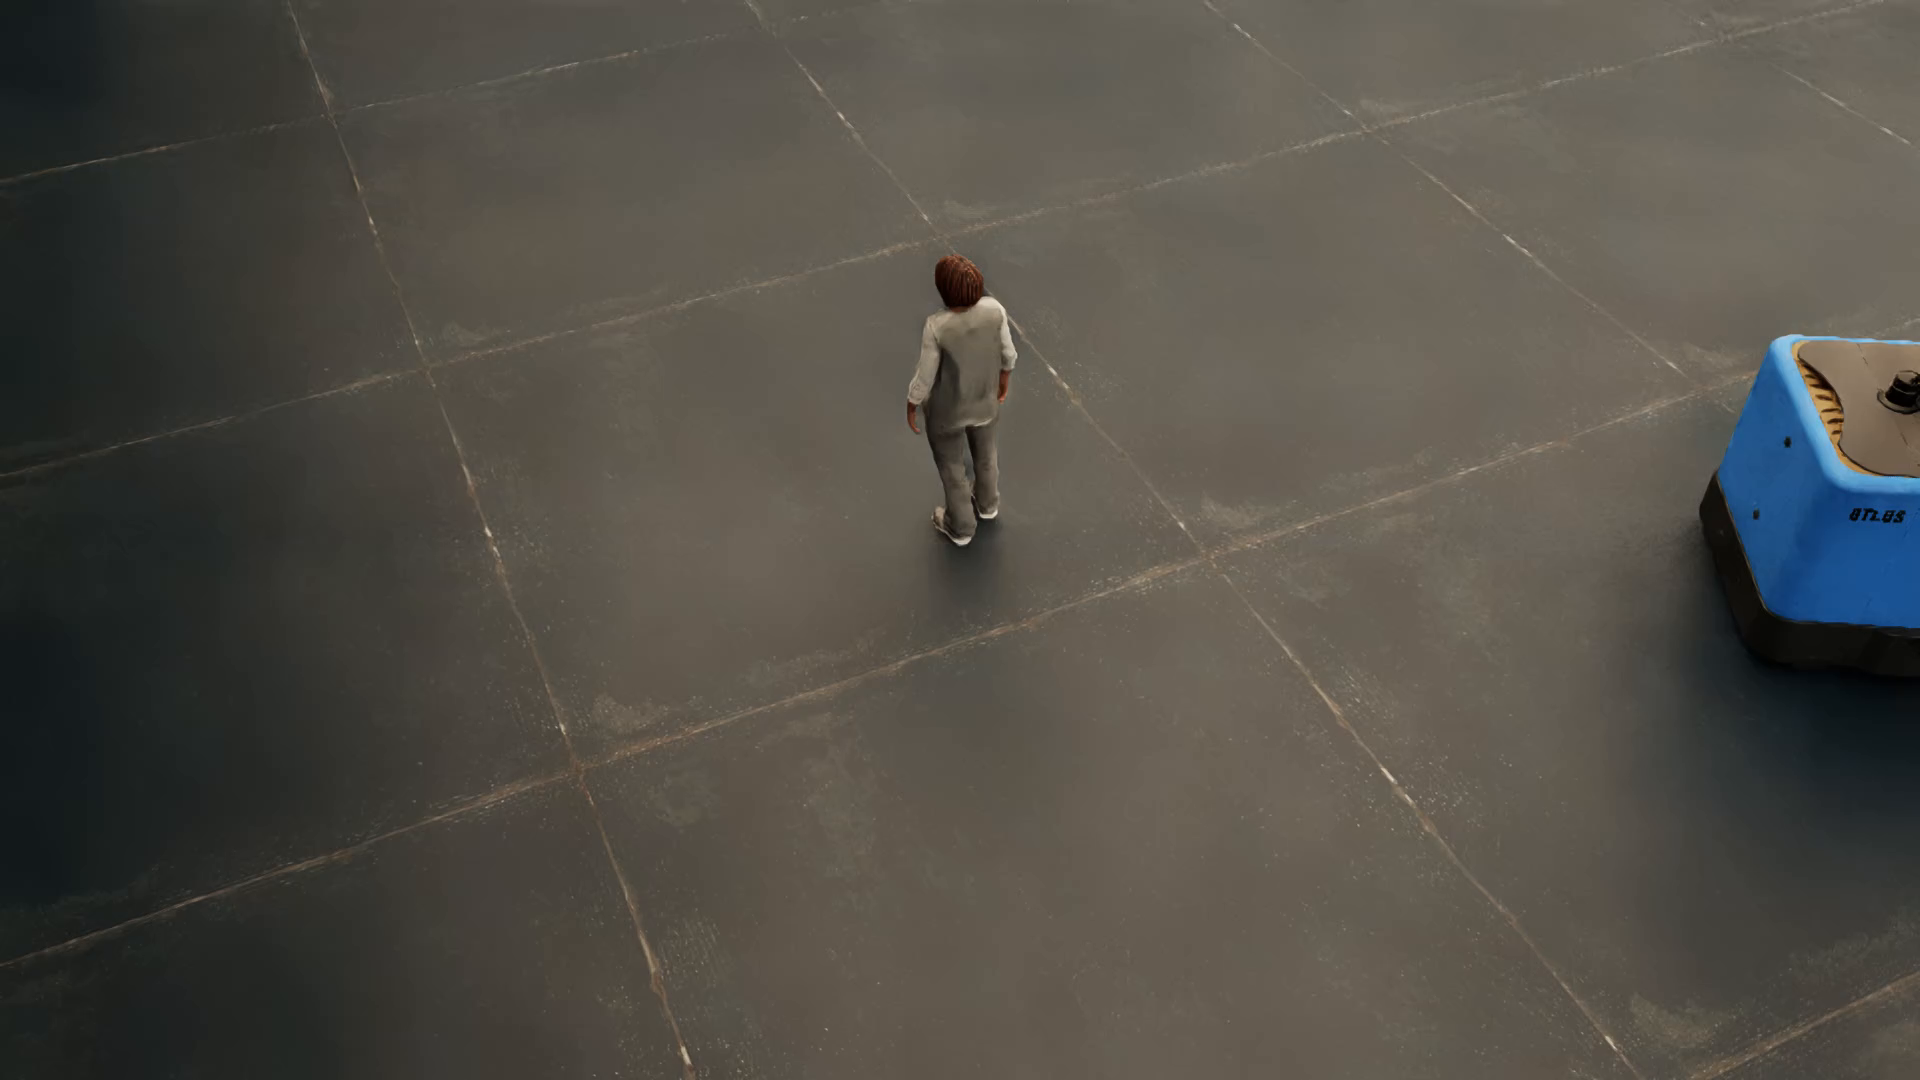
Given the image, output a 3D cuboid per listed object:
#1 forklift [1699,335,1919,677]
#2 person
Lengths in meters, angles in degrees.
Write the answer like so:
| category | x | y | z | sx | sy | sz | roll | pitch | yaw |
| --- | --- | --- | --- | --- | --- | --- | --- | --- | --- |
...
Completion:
| category | x | y | z | sx | sy | sz | roll | pitch | yaw |
| --- | --- | --- | --- | --- | --- | --- | --- | --- | --- |
| forklift | 4.962 | -0.762 | 6.497 | 3.031 | 2.935 | 1.130 | 4 | 43 | 4 |
| person | -0.018 | -0.605 | 7.363 | 0.521 | 1.506 | 0.474 | -18 | 46 | -18 |
